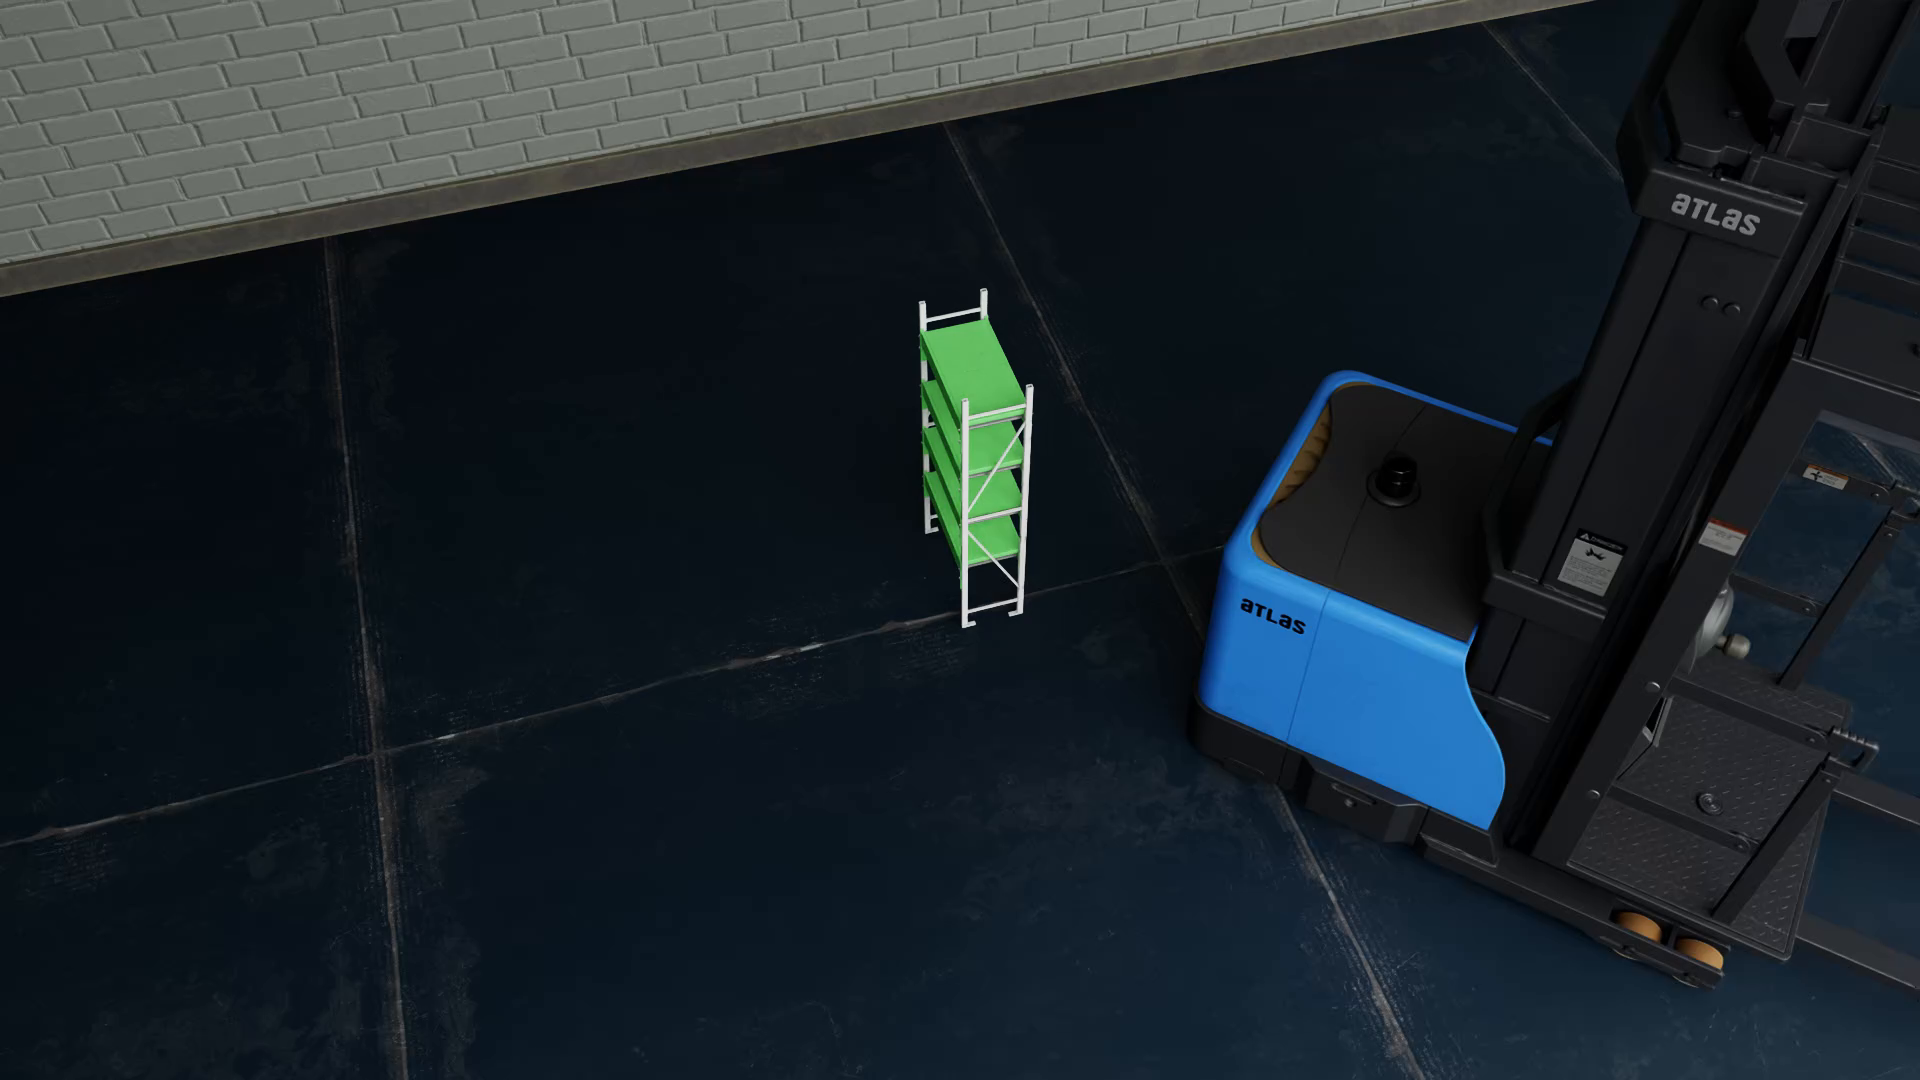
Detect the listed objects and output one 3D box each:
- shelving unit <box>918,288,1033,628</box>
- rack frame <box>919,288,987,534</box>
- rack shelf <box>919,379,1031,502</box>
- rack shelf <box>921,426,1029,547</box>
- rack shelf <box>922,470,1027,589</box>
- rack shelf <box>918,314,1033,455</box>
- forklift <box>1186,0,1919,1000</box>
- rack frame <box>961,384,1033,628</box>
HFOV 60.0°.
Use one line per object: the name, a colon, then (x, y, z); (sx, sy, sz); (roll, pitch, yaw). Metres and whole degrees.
shelving unit: (0.049, -0.266, 5.979); (0.258, 1.200, 0.503); (-13, 51, -11)
rack frame: (-0.023, -0.444, 6.129); (0.240, 1.200, 0.015); (-13, 51, -11)
rack shelf: (0.049, -0.379, 5.844); (0.258, 0.148, 0.480); (-13, 51, -11)
rack shelf: (0.049, -0.225, 6.028); (0.258, 0.148, 0.480); (-13, 51, -11)
rack shelf: (0.049, -0.070, 6.211); (0.258, 0.148, 0.480); (-13, 51, -11)
rack shelf: (0.049, -0.534, 5.661); (0.258, 0.148, 0.480); (-13, 51, -11)
forklift: (2.339, 0.016, 4.609); (3.031, 2.935, 1.130); (23, 54, 18)
rack frame: (0.121, -0.088, 5.829); (0.240, 1.200, 0.015); (-13, 51, -11)
